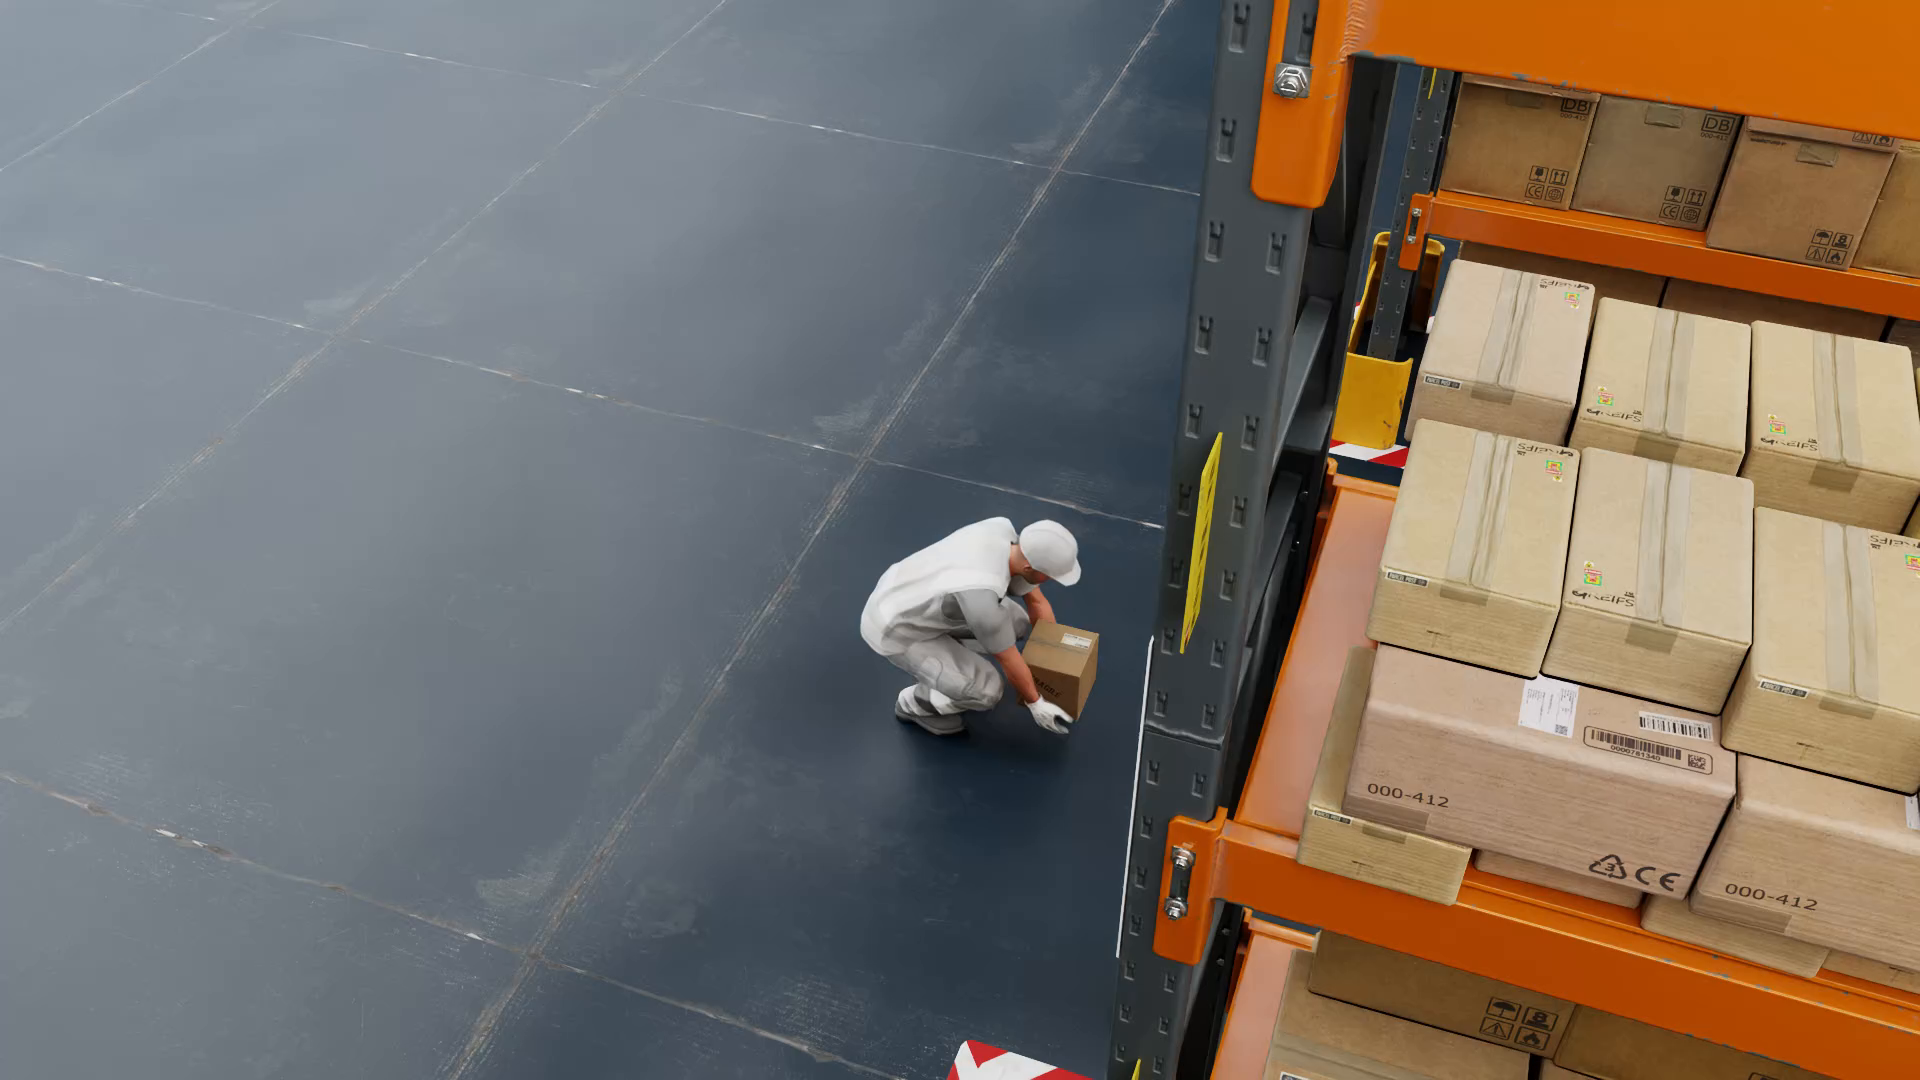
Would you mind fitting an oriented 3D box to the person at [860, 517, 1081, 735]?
[{"bbox_3d":[0.069,0.297,6.410,0.891,0.996,0.551,13,43,14],"label":"person"}]
